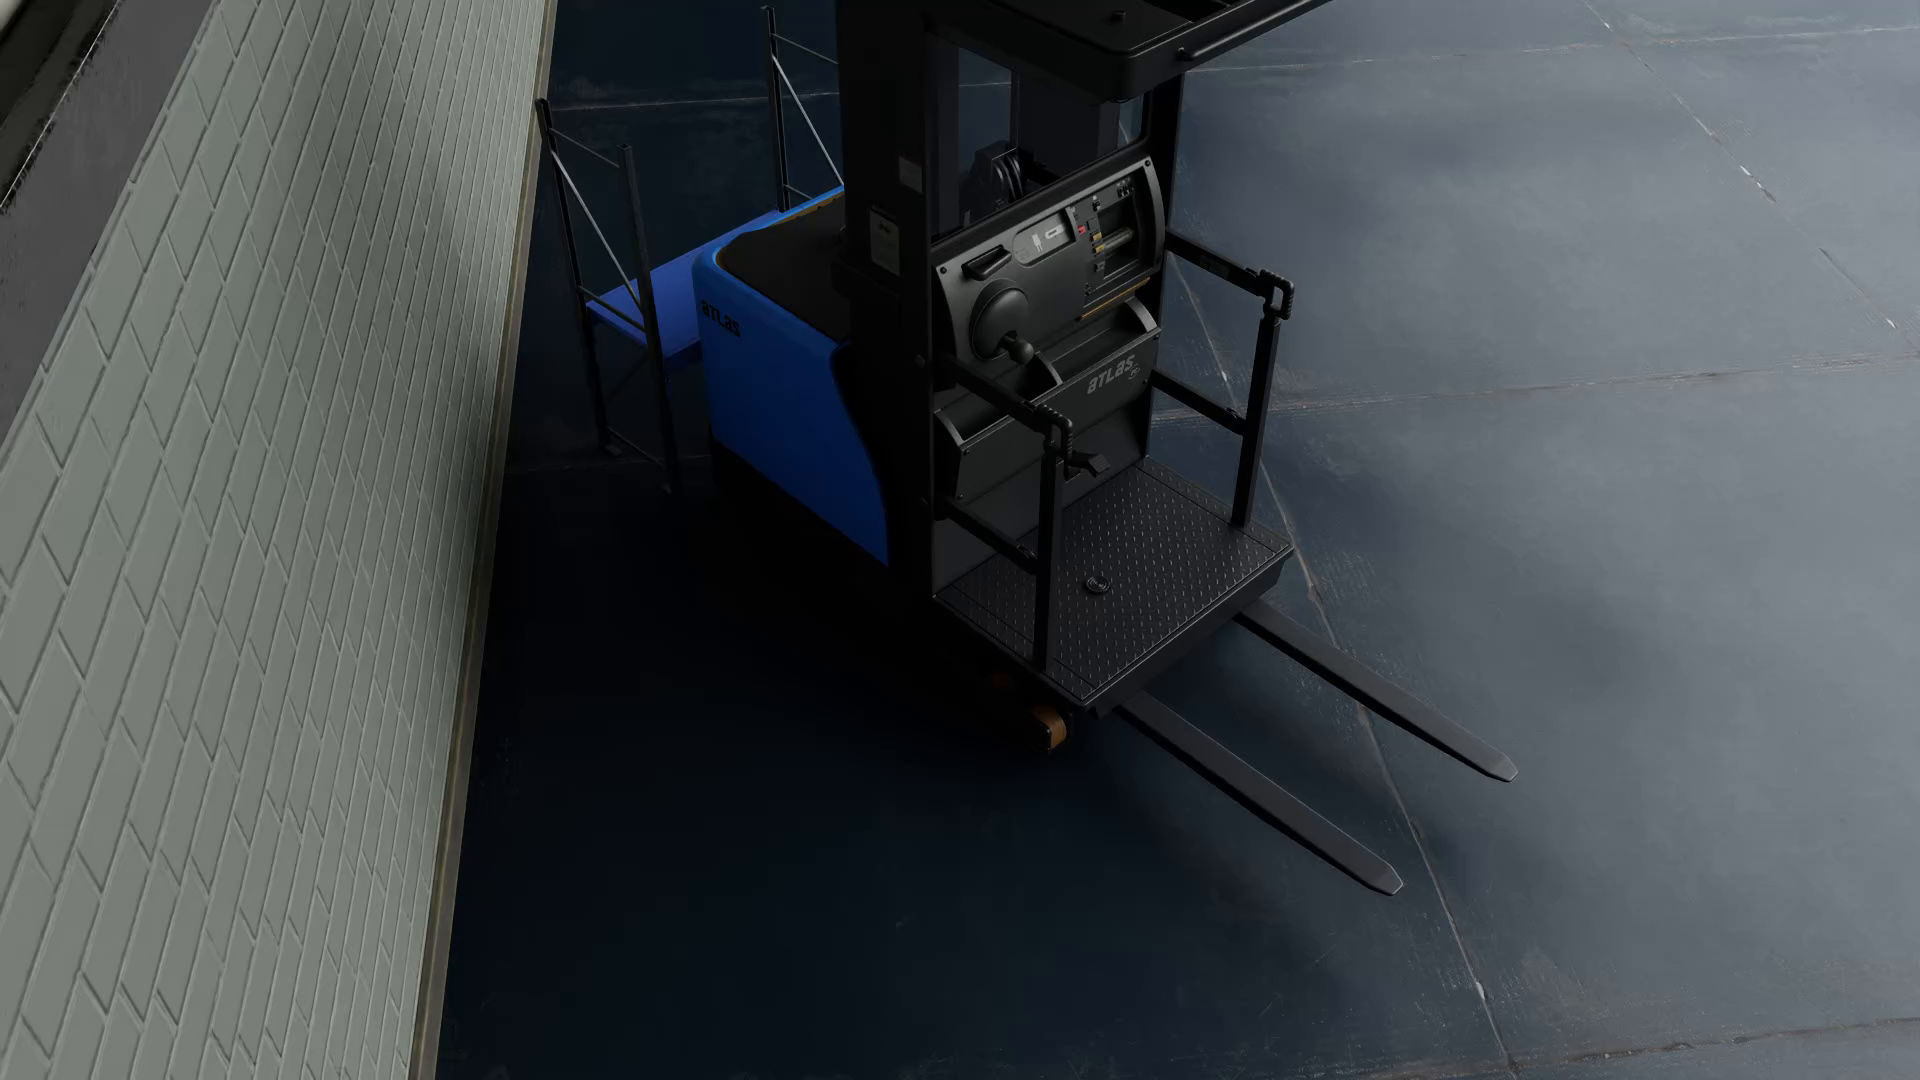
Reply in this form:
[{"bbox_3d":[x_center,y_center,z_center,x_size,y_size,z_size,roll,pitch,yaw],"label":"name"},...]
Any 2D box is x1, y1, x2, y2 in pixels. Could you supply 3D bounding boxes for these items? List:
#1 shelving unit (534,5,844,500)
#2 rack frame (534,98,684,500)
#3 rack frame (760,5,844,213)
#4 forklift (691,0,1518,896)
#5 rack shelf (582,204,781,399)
[{"bbox_3d":[-0.907,-1.078,6.323,0.538,1.500,1.048,33,51,31],"label":"shelving unit"},{"bbox_3d":[-1.260,-0.833,6.051,0.500,1.500,0.032,33,51,31],"label":"rack frame"},{"bbox_3d":[-0.553,-1.323,6.594,0.500,1.500,0.032,33,51,31],"label":"rack frame"},{"bbox_3d":[0.435,-0.785,4.932,1.130,2.935,3.031,-33,51,-31],"label":"forklift"},{"bbox_3d":[-0.906,-0.944,6.443,0.538,0.185,1.000,33,51,31],"label":"rack shelf"}]
